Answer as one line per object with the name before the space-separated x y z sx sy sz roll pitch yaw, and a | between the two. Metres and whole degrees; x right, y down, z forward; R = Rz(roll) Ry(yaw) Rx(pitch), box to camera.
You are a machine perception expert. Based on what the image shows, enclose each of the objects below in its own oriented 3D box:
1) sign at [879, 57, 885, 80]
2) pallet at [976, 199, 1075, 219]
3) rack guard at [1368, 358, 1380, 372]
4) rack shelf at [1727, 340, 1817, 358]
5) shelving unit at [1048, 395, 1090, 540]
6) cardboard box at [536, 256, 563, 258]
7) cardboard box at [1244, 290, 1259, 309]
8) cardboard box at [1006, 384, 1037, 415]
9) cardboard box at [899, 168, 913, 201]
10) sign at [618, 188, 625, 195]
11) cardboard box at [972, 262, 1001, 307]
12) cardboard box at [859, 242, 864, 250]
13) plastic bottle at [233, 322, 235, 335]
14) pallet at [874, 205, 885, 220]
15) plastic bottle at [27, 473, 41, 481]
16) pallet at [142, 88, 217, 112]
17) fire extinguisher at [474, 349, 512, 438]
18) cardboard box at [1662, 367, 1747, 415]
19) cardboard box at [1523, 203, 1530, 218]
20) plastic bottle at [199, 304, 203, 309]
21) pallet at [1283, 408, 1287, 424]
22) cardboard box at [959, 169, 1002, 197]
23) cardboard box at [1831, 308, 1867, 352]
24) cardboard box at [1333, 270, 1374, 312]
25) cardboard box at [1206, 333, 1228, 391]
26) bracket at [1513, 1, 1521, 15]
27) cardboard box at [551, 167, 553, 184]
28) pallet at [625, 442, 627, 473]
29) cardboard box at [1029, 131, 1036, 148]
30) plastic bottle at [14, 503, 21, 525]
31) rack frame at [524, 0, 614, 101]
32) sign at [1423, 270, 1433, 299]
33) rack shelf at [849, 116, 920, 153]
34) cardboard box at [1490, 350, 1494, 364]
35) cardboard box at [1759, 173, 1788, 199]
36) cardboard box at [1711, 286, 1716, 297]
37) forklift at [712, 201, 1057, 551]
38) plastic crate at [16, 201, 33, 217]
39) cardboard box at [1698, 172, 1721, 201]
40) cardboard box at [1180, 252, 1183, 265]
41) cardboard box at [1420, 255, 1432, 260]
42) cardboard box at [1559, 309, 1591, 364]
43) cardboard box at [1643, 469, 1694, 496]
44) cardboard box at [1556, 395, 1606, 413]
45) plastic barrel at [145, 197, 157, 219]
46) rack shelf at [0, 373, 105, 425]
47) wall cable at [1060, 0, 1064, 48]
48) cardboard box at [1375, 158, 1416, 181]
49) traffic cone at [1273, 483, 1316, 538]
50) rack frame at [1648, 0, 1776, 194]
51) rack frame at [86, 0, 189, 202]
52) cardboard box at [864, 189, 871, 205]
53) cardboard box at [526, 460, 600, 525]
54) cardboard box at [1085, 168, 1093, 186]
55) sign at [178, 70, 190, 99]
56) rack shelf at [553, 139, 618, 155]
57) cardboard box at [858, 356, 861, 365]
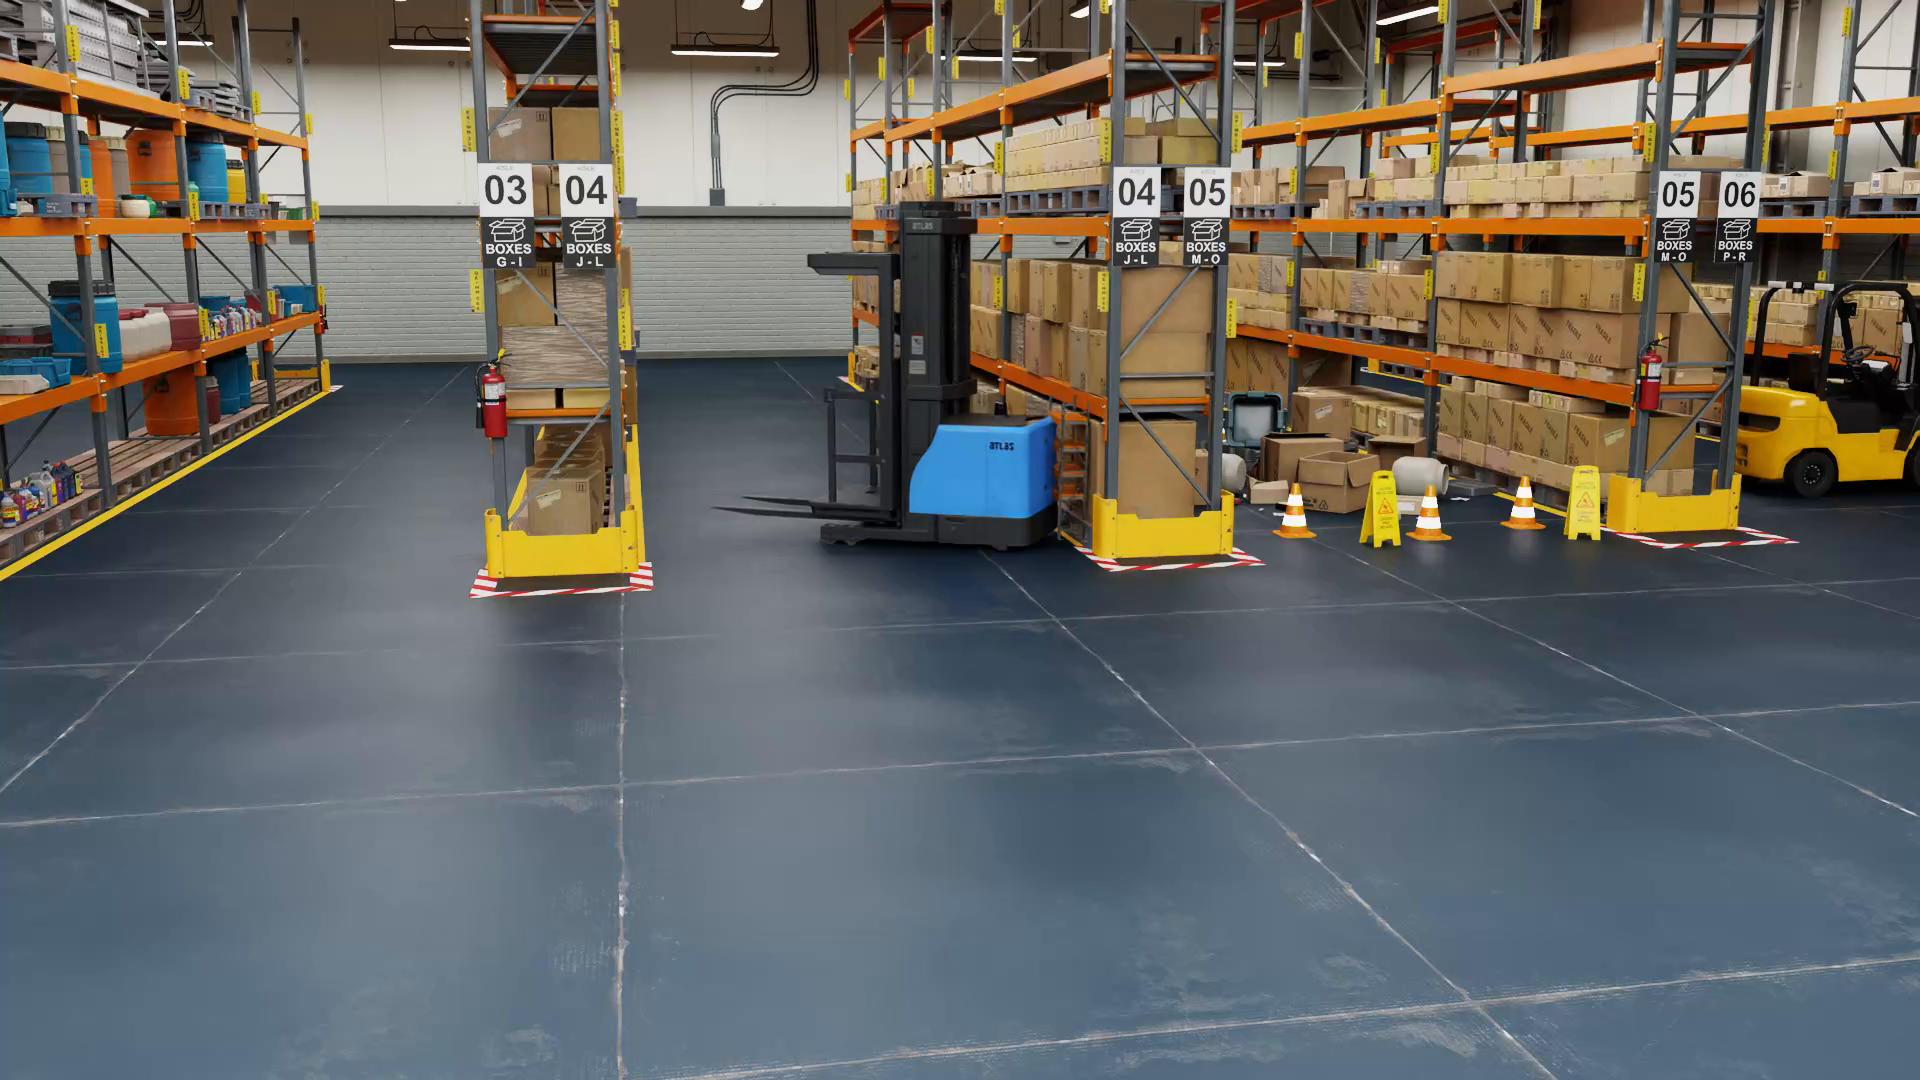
sign | -1.154 -7.001 24.704 0.100 0.325 0.005 -2 11 -11
pallet | 0.711 -3.651 18.348 0.805 0.209 1.217 -3 11 -13
rack guard | 8.322 -3.444 31.455 1.175 0.500 0.348 -2 11 -11
rack shelf | 10.252 -2.499 21.726 1.077 0.370 4.000 -2 11 -11
shelving unit | 0.940 -0.641 14.608 0.258 1.200 0.503 -1 12 -10
cardboard box | -3.914 -2.355 15.310 0.500 0.500 0.500 -2 11 -11
cardboard box | 4.429 -3.476 24.002 0.500 0.250 0.500 -2 11 -12
cardboard box | 0.991 -1.150 17.276 0.875 0.875 0.875 -2 11 -10
cardboard box | -0.447 -5.015 23.602 0.797 0.503 0.637 -2 11 -12
sign | -4.193 -4.424 20.513 0.100 0.325 0.005 -2 11 -11
cardboard box | 0.538 -3.016 19.580 0.700 0.500 0.500 -2 11 -12
cardboard box | -1.386 -4.712 27.695 0.500 0.500 0.500 -2 11 -12
plastic bottle | -9.678 -2.826 22.052 0.097 0.201 0.097 0 11 0
pallet | -0.603 -4.837 24.567 1.213 0.211 1.003 -2 11 -11
plastic bottle | -8.501 -0.489 15.350 0.152 0.276 0.135 -2 11 -11
pallet | -9.694 -5.288 19.989 1.213 0.211 1.003 -2 11 -11
fire extinguisher | -3.599 -1.134 12.841 0.296 0.674 0.183 -2 11 -11
cardboard box | 10.106 -2.024 22.537 0.875 0.625 0.625 -2 11 -9
cardboard box | 5.893 -3.305 16.687 0.380 0.149 0.250 -2 11 -11
plastic bottle | -10.604 -3.123 23.213 0.144 0.351 0.185 -2 11 -11
pallet | 4.916 -1.815 23.669 1.003 0.211 1.213 -2 11 -11
cardboard box | 0.282 -4.198 19.553 0.500 0.311 0.500 -2 11 -12
cardboard box | 10.472 -2.444 19.245 0.500 0.500 0.500 -2 11 -13
cardboard box | 5.074 -3.156 21.069 0.500 0.500 0.500 -2 11 -10
cardboard box | 4.416 -2.823 26.066 0.875 0.875 0.875 -2 11 -9
bracket | 9.405 -8.892 27.718 0.235 0.232 0.430 -2 11 -11
cardboard box | -3.122 -2.958 13.526 0.380 0.149 0.250 -2 11 -12
pallet | -4.341 -0.941 19.075 1.003 0.211 1.213 -2 11 -11
cardboard box | 0.875 -3.837 15.959 0.380 0.149 0.250 -2 11 -10
plastic bottle | -8.095 -0.234 14.212 0.097 0.201 0.097 0 11 0
rack frame | -4.726 -5.624 20.180 1.000 3.000 0.127 -2 11 -11
sign | 5.229 -2.852 18.562 0.100 0.325 0.005 -2 11 -11
rack shelf | -1.008 -6.532 26.879 1.077 0.370 4.000 -2 11 -11
cardboard box | 5.798 -1.925 17.459 0.380 0.149 0.250 -2 11 -11
cardboard box | 10.112 -4.435 20.801 0.500 0.311 0.500 -3 11 -13
cardboard box | 10.043 -3.237 21.679 0.380 0.149 0.250 -2 11 -11
forklift | -0.705 -1.489 14.679 3.031 2.935 1.130 4 11 18
plastic crate | -8.097 -2.828 14.215 0.243 0.136 0.396 -2 11 -11
cardboard box | 6.715 -3.218 15.166 0.500 0.250 0.500 -2 11 -12
cardboard box | 3.855 -4.388 26.788 0.500 0.500 0.500 -2 11 -11
cardboard box | 8.423 -4.759 29.277 0.500 0.500 0.500 -2 11 -10
cardboard box | 6.082 -1.947 15.842 0.500 0.500 0.500 -2 11 -11
cardboard box | 6.665 -0.584 15.973 0.500 0.250 0.500 -2 11 -11
cardboard box | 6.002 -1.315 16.075 0.380 0.149 0.250 -2 11 -9
plastic barrel | -9.486 -3.851 19.300 0.294 0.245 0.294 0 11 0
rack shelf | -8.417 -1.043 14.080 1.077 0.370 4.000 -2 11 -11
wall cable | 1.029 -11.688 34.389 2.355 3.000 0.029 -2 11 -11
cardboard box | 5.315 -4.444 19.940 0.500 0.250 0.500 -2 11 -10
traffic cone | 3.005 -0.275 14.902 0.336 0.463 0.334 -2 11 -11
rack frame | 6.551 -4.518 14.364 1.000 3.000 0.127 -2 11 -11
rack frame | -9.584 -5.444 19.233 1.000 3.000 0.127 -2 11 -11
cardboard box | -1.277 -5.580 27.035 0.500 0.250 0.500 -3 11 -13
cardboard box | -3.425 -0.412 14.401 0.500 0.500 0.500 1 11 4
cardboard box | 1.270 -3.072 14.075 0.380 0.149 0.250 -2 11 -11
sign | -9.046 -5.307 19.375 0.100 0.325 0.005 -2 11 -11
rack shelf | -5.893 -6.175 26.066 1.077 0.370 4.000 -2 11 -11
cardboard box | -1.549 -3.101 28.671 0.380 0.149 0.250 -2 11 -11
